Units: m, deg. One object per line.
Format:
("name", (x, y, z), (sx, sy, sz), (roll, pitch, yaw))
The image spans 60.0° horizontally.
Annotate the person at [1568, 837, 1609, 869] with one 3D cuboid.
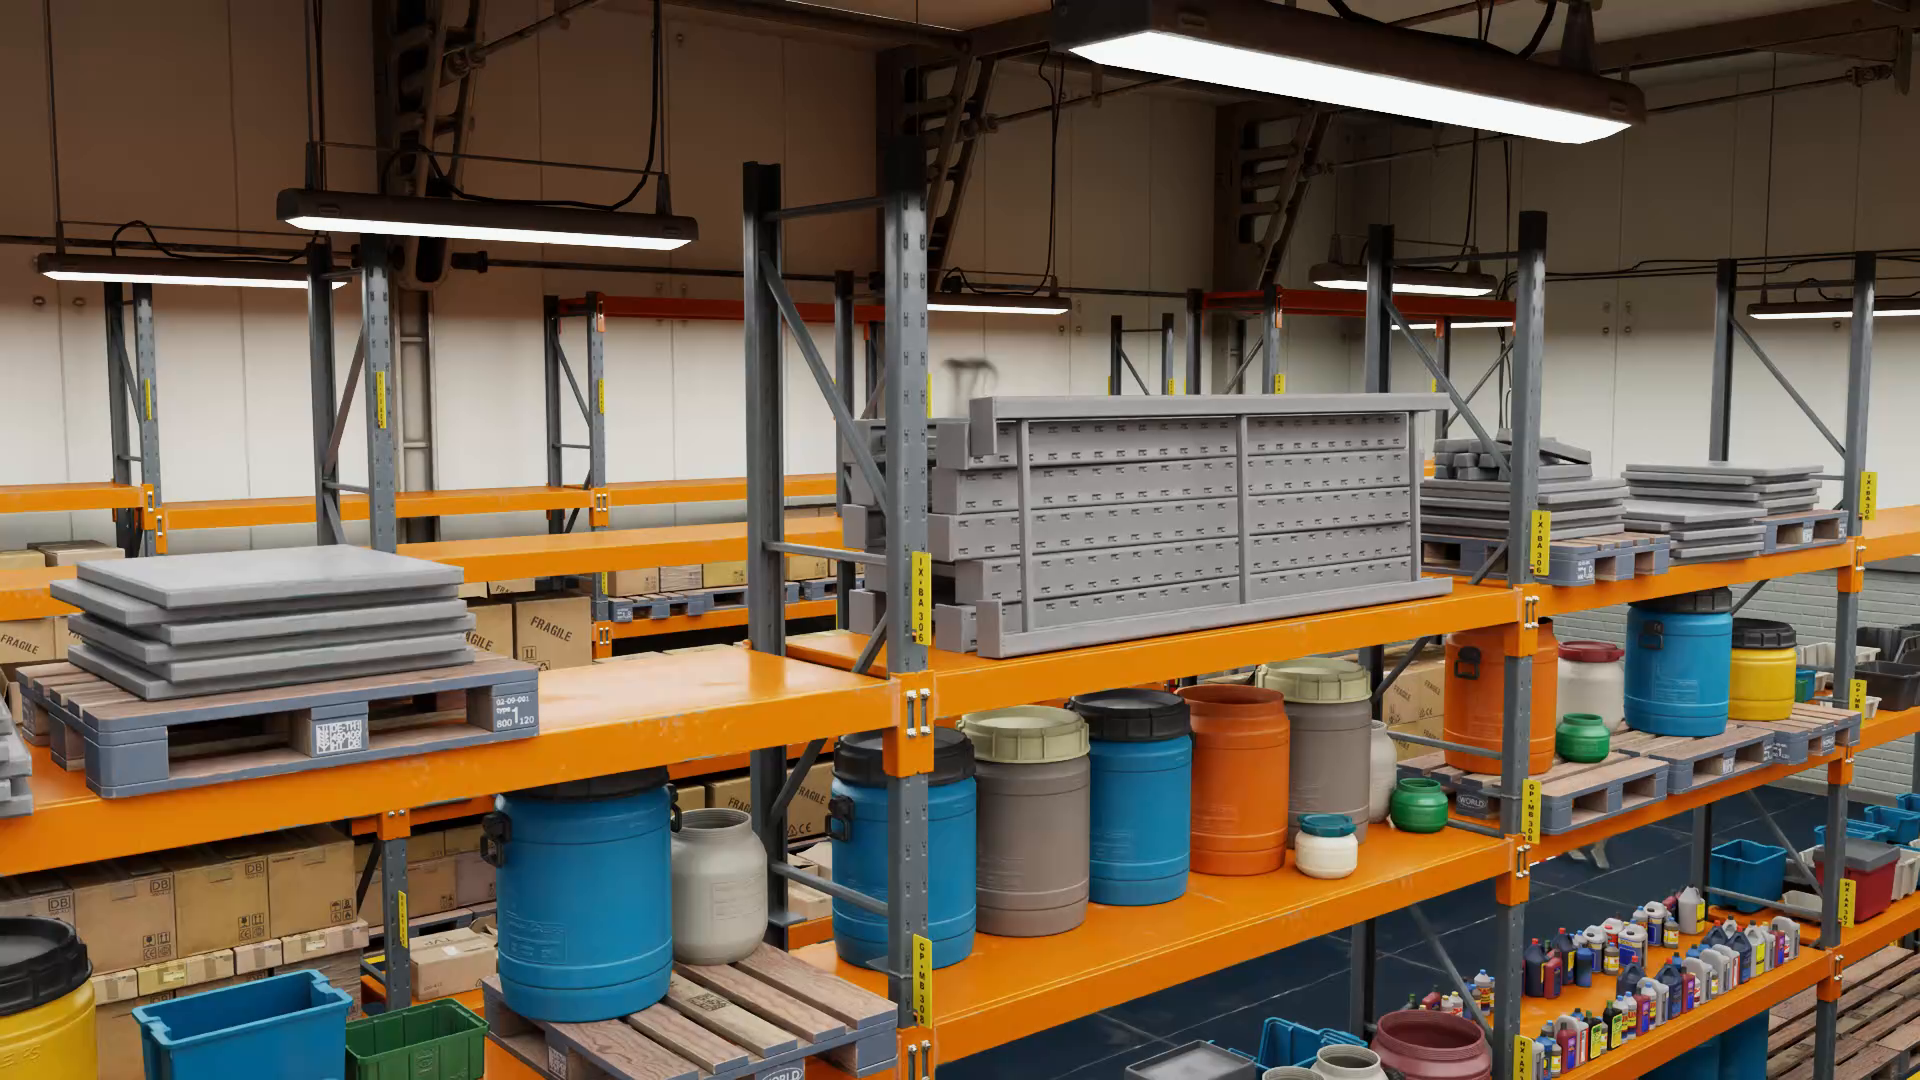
("person", (6.711, 2.653, 17.730), (0.656, 1.703, 0.564), (-2, 6, -17))
